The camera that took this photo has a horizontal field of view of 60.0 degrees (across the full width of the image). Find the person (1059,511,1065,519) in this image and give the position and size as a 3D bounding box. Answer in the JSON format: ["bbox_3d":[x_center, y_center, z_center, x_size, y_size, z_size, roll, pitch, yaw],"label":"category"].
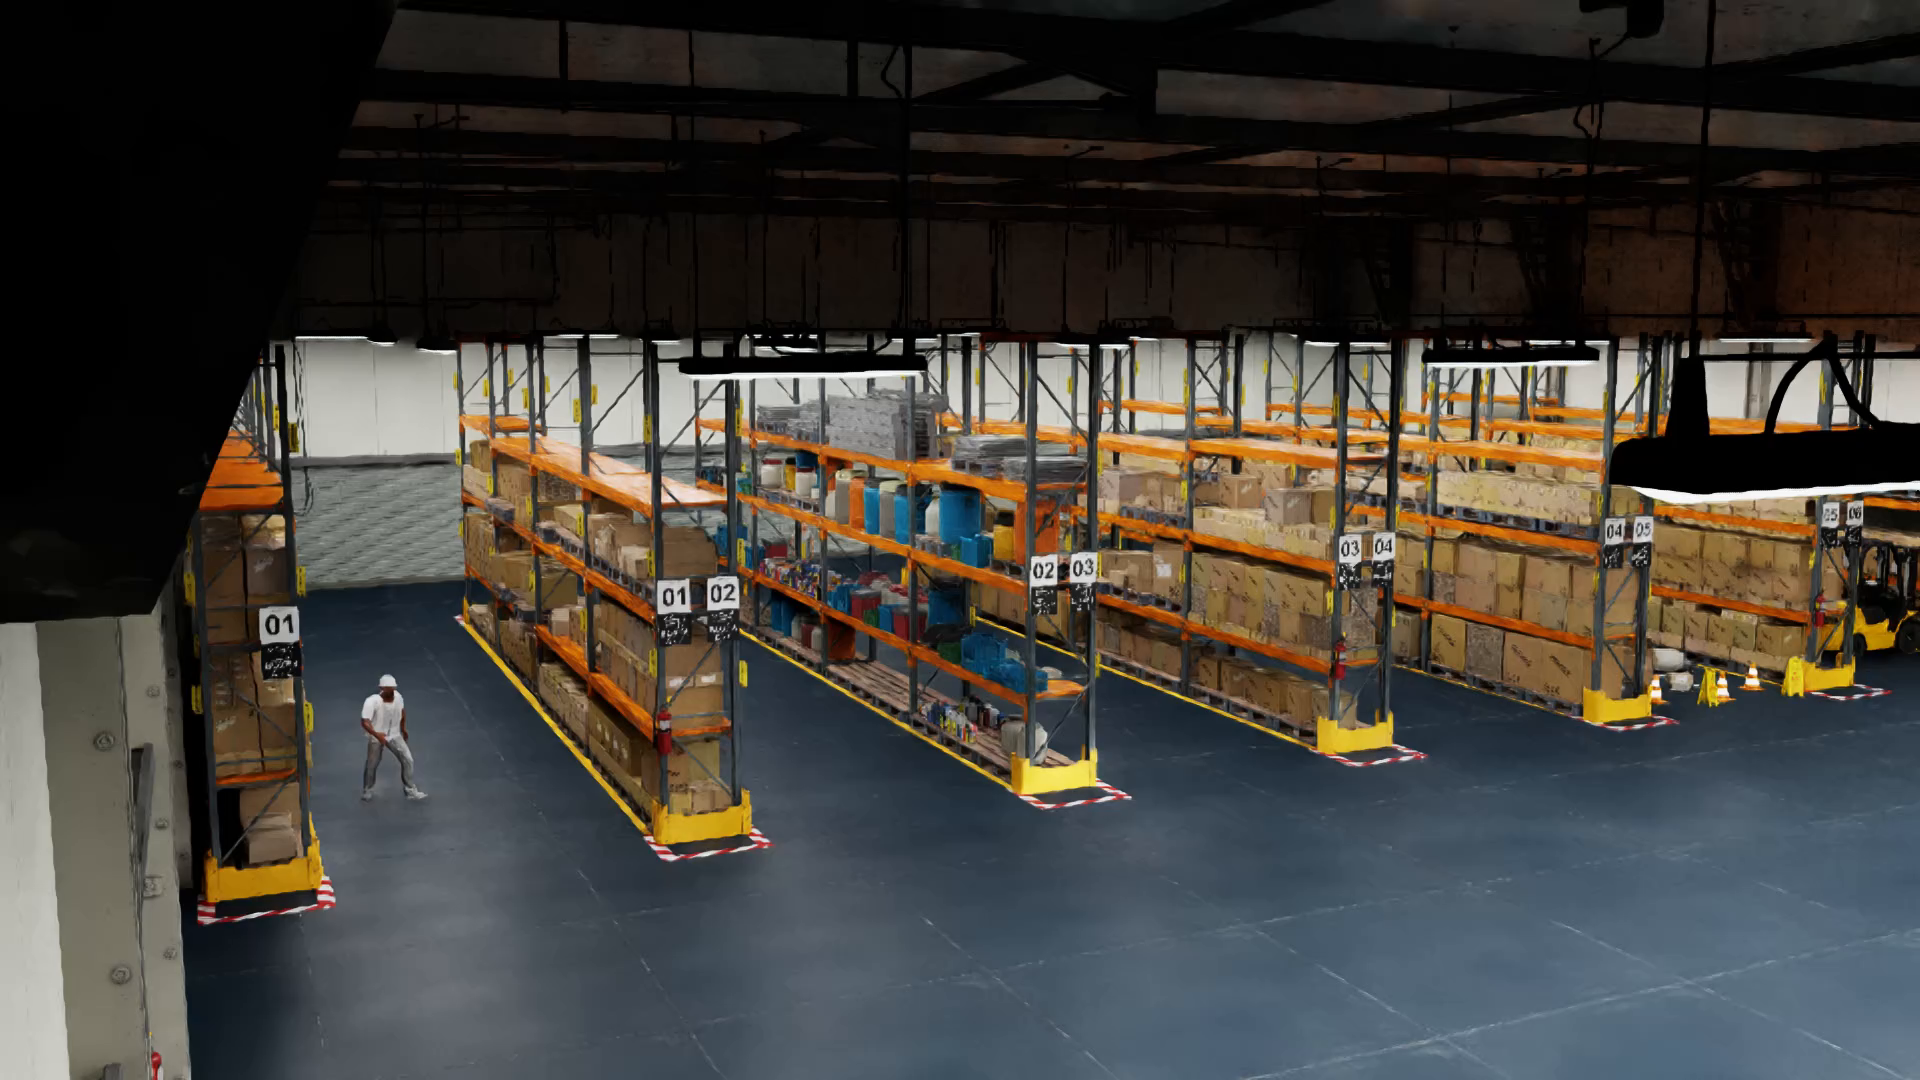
[{"bbox_3d":[2.342,-0.003,40.666,0.544,1.731,0.943,-1,8,-5],"label":"person"}]

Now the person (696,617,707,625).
[{"bbox_3d":[-4.562,1.533,29.340,0.680,1.702,0.866,-3,8,-19],"label":"person"}]

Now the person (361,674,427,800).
[{"bbox_3d":[-7.489,2.566,21.693,0.713,1.698,0.809,-7,10,-43],"label":"person"}]

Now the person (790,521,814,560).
[{"bbox_3d":[-3.701,0.289,38.967,0.580,1.618,0.507,-4,9,-27],"label":"person"}]
